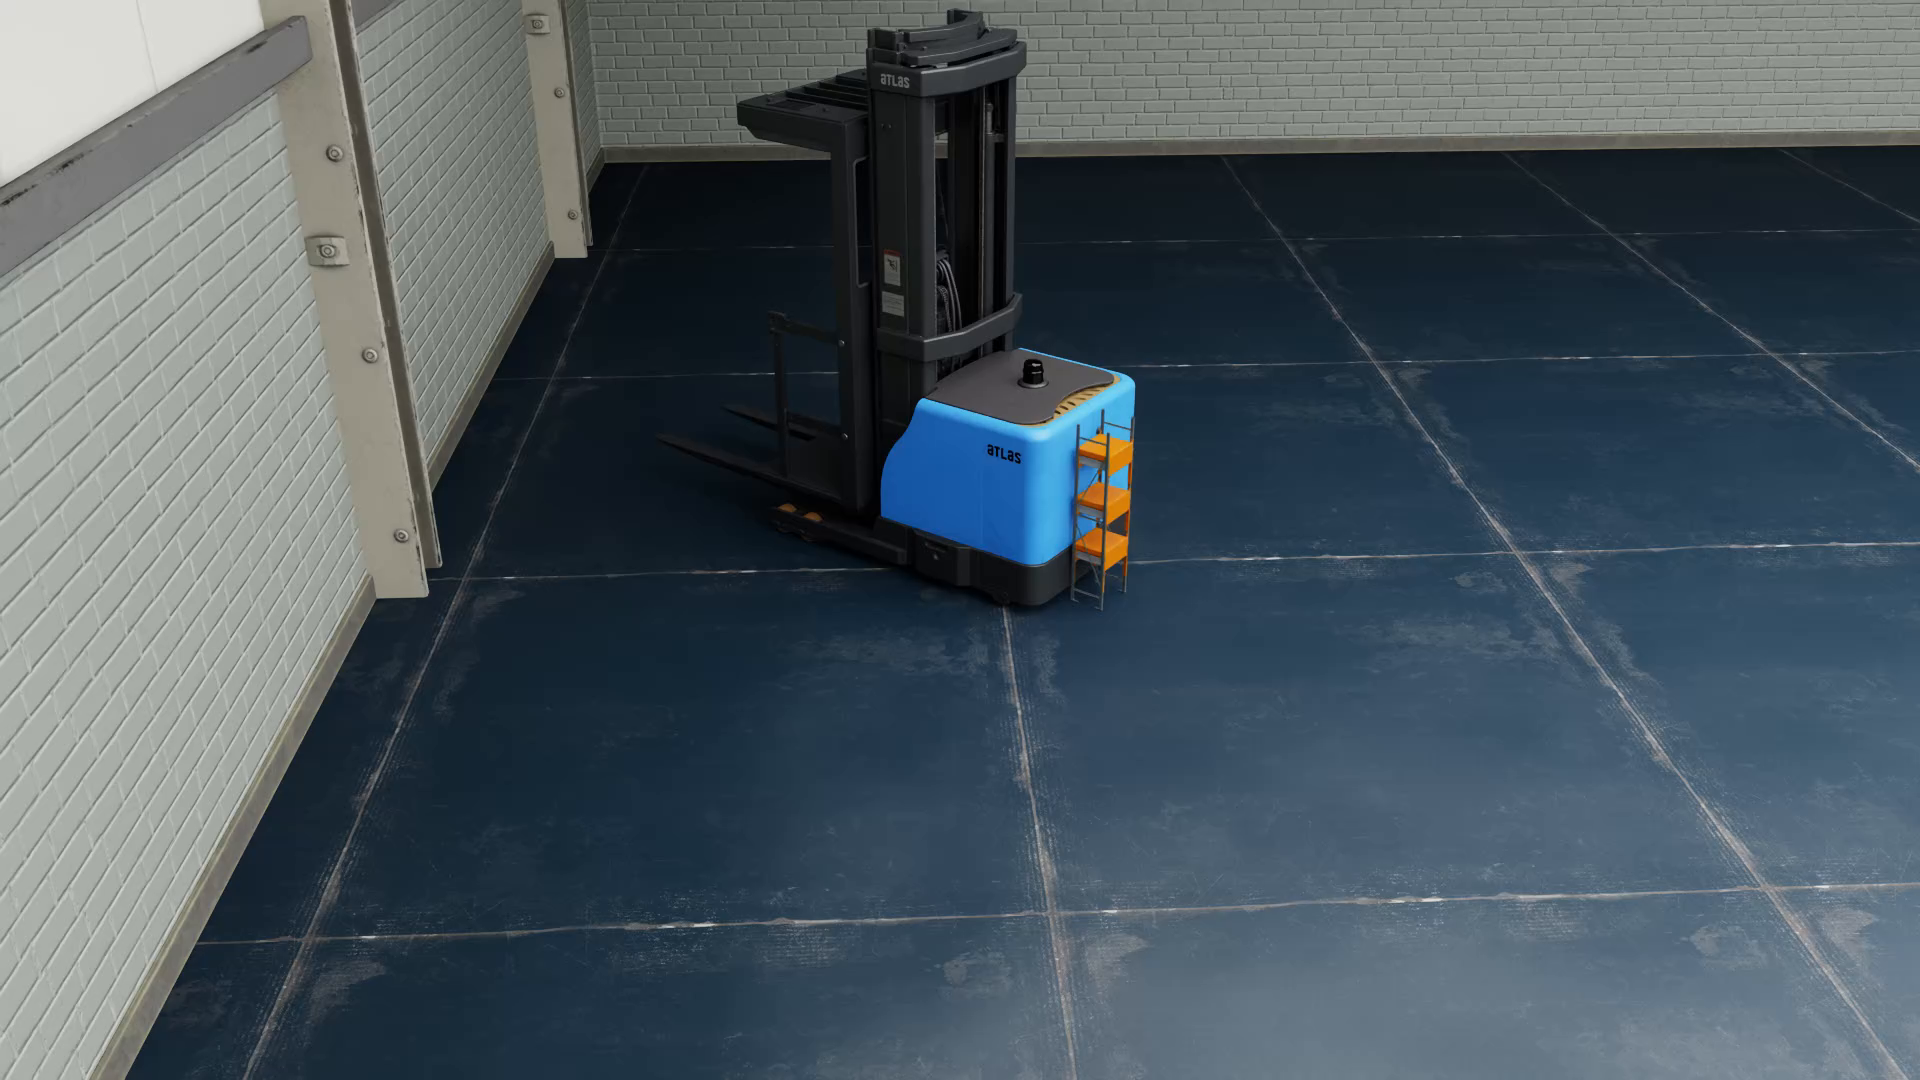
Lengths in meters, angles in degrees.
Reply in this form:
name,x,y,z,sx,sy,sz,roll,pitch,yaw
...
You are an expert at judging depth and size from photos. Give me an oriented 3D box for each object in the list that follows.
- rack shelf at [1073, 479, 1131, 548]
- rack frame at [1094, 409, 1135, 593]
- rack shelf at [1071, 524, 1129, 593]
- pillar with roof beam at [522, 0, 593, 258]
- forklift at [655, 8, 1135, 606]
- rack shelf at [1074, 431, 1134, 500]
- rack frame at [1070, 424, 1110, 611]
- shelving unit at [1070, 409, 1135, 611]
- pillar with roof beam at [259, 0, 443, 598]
name,x,y,z,sx,sy,sz,roll,pitch,yaw
rack shelf,0.760,-0.147,8.919,0.215,0.259,0.240,19,33,31
rack frame,0.832,-0.202,9.001,0.200,1.050,0.008,19,33,31
rack shelf,0.760,0.100,9.047,0.215,0.259,0.240,19,33,31
pillar with roof beam,0.887,-6.639,12.748,9.100,9.000,0.400,-1,28,-3
forklift,-0.510,-1.470,9.400,3.031,2.935,1.130,19,33,31
rack shelf,0.760,-0.398,8.787,0.215,0.259,0.240,19,33,31
rack frame,0.689,-0.110,8.826,0.200,1.050,0.008,19,33,31
shelving unit,0.760,-0.156,8.914,0.215,1.050,0.252,19,33,31
pillar with roof beam,1.201,-3.868,7.436,9.100,9.000,0.400,-1,28,-3
